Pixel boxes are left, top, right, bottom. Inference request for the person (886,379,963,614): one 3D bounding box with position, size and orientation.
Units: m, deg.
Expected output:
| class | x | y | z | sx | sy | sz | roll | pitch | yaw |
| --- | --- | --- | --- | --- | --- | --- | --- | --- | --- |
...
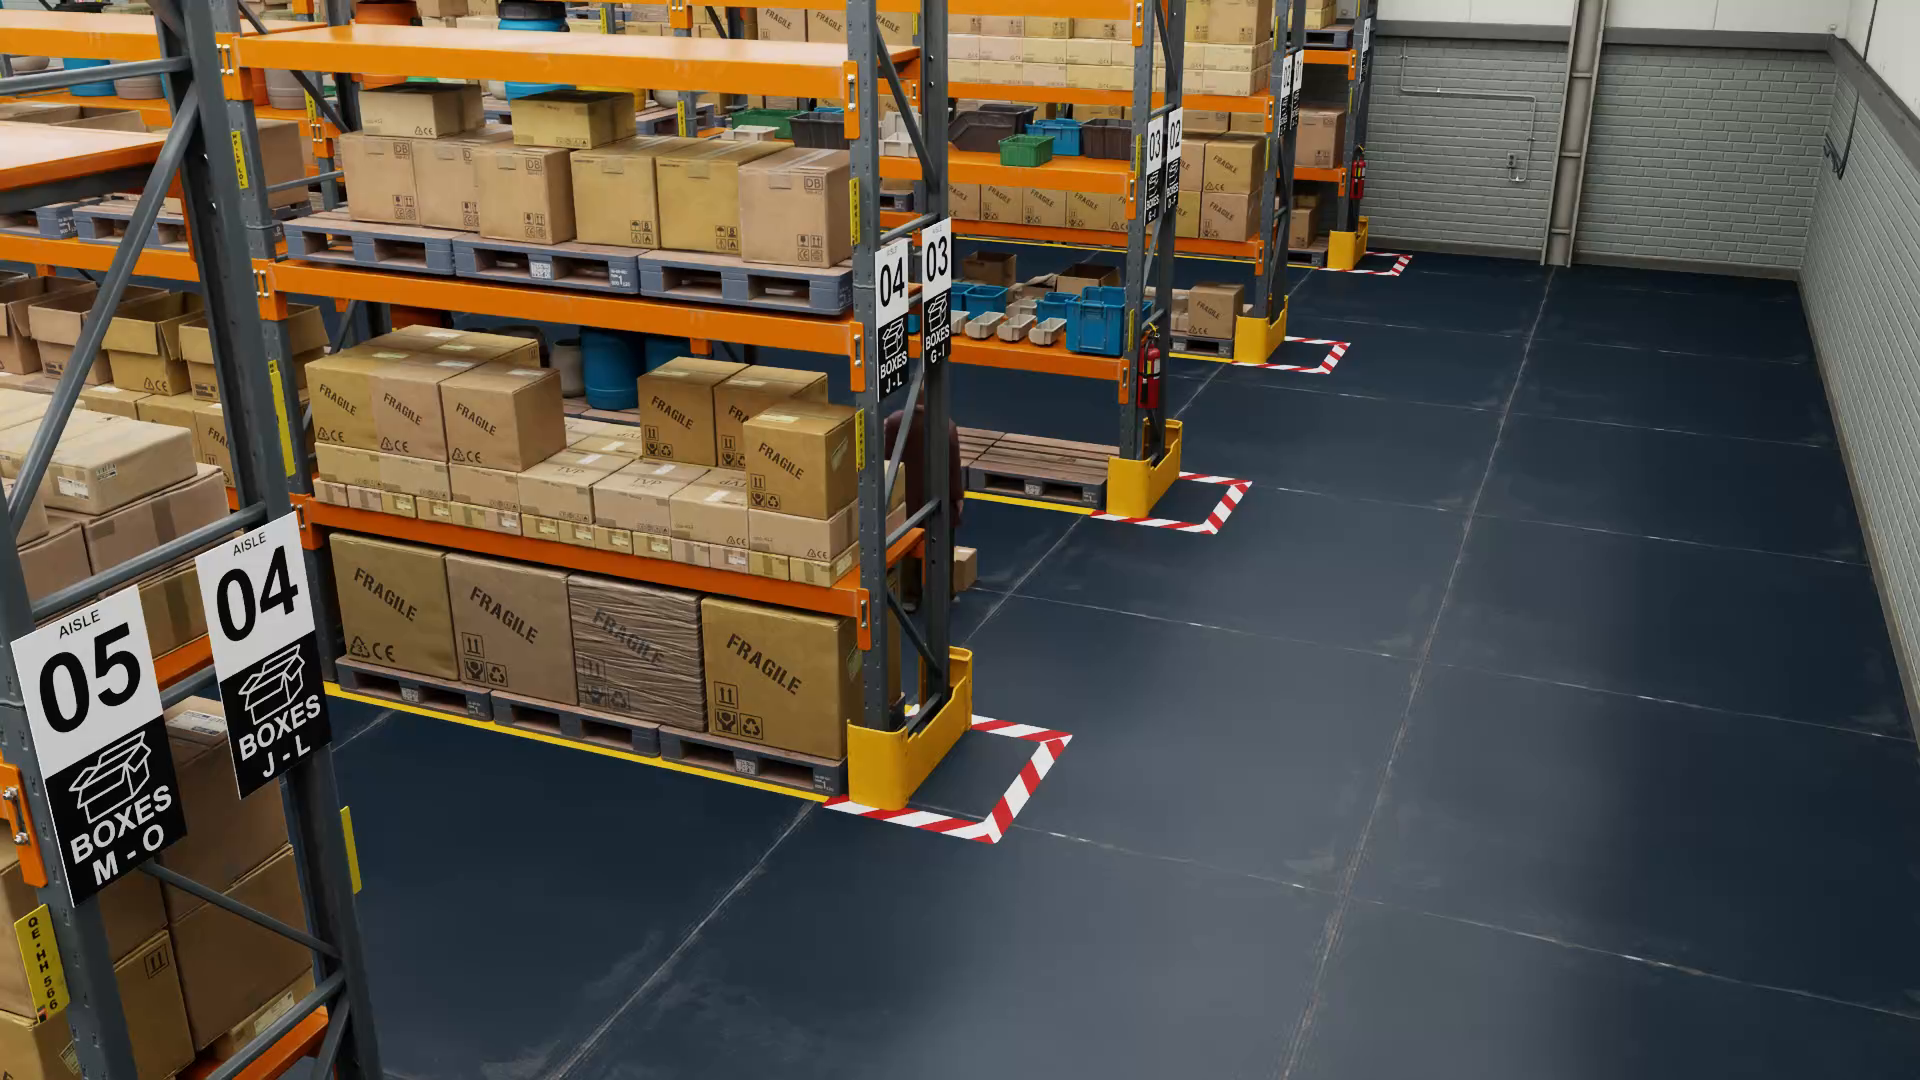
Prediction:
| class | x | y | z | sx | sy | sz | roll | pitch | yaw |
| --- | --- | --- | --- | --- | --- | --- | --- | --- | --- |
| person | -0.235 | -0.326 | 11.779 | 0.567 | 1.788 | 0.398 | 9 | 24 | 21 |
